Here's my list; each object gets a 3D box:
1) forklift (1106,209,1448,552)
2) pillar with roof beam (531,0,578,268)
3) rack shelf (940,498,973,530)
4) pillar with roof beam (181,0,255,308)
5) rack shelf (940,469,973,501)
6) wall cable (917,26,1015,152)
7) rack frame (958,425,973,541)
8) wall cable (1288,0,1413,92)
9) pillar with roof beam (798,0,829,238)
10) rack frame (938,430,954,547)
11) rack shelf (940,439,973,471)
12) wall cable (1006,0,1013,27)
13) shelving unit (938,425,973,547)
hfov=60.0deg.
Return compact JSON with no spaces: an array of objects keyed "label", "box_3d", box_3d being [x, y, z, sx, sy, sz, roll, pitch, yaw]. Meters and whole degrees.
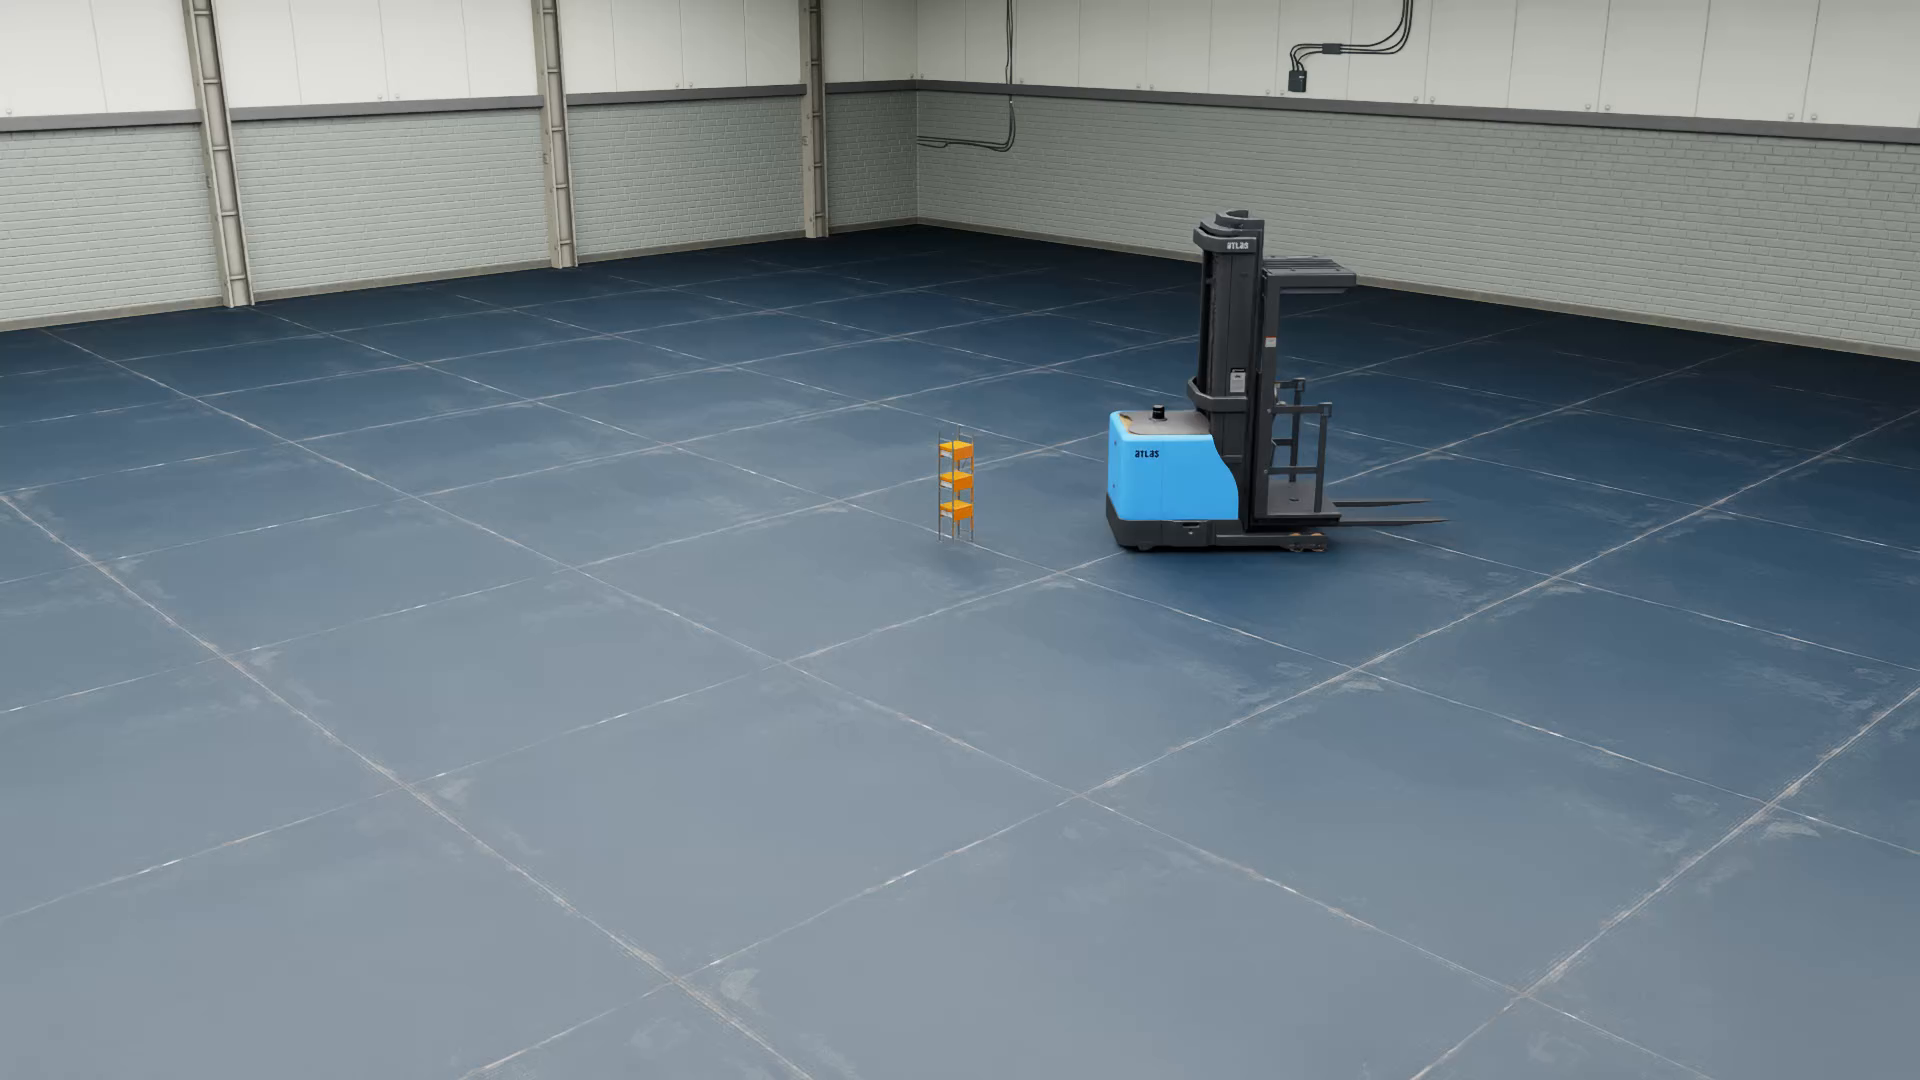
[{"label":"forklift","box_3d":[2.909,-1.448,14.964,3.031,2.935,1.130,-1,18,-2]},{"label":"pillar with roof beam","box_3d":[-4.407,-8.410,26.599,0.400,9.000,9.100,-16,24,-41]},{"label":"rack shelf","box_3d":[-0.039,-0.214,15.142,0.240,0.259,0.215,-16,24,-41]},{"label":"pillar with roof beam","box_3d":[-8.766,-7.139,22.677,0.400,9.000,9.100,-16,24,-41]},{"label":"rack shelf","box_3d":[-0.039,-0.478,15.056,0.240,0.259,0.215,-16,24,-41]},{"label":"wall cable","box_3d":[0.045,-9.497,34.986,0.112,2.526,3.097,-16,24,-41]},{"label":"rack frame","box_3d":[0.050,-0.514,15.133,0.008,1.050,0.200,-16,24,-41]},{"label":"wall cable","box_3d":[6.555,-10.461,27.410,0.169,6.003,2.305,-16,24,-41]},{"label":"pillar with roof beam","box_3d":[-0.047,-9.681,30.520,0.400,9.000,9.100,-16,24,-41]},{"label":"rack frame","box_3d":[-0.128,-0.462,14.973,0.008,1.050,0.200,-16,24,-41]},{"label":"rack shelf","box_3d":[-0.039,-0.748,14.969,0.240,0.259,0.215,-16,24,-41]},{"label":"wall cable","box_3d":[1.903,-11.293,32.337,0.112,2.526,3.097,-16,24,-41]},{"label":"shelving unit","box_3d":[-0.039,-0.488,15.053,0.252,1.050,0.215,-16,24,-41]}]
